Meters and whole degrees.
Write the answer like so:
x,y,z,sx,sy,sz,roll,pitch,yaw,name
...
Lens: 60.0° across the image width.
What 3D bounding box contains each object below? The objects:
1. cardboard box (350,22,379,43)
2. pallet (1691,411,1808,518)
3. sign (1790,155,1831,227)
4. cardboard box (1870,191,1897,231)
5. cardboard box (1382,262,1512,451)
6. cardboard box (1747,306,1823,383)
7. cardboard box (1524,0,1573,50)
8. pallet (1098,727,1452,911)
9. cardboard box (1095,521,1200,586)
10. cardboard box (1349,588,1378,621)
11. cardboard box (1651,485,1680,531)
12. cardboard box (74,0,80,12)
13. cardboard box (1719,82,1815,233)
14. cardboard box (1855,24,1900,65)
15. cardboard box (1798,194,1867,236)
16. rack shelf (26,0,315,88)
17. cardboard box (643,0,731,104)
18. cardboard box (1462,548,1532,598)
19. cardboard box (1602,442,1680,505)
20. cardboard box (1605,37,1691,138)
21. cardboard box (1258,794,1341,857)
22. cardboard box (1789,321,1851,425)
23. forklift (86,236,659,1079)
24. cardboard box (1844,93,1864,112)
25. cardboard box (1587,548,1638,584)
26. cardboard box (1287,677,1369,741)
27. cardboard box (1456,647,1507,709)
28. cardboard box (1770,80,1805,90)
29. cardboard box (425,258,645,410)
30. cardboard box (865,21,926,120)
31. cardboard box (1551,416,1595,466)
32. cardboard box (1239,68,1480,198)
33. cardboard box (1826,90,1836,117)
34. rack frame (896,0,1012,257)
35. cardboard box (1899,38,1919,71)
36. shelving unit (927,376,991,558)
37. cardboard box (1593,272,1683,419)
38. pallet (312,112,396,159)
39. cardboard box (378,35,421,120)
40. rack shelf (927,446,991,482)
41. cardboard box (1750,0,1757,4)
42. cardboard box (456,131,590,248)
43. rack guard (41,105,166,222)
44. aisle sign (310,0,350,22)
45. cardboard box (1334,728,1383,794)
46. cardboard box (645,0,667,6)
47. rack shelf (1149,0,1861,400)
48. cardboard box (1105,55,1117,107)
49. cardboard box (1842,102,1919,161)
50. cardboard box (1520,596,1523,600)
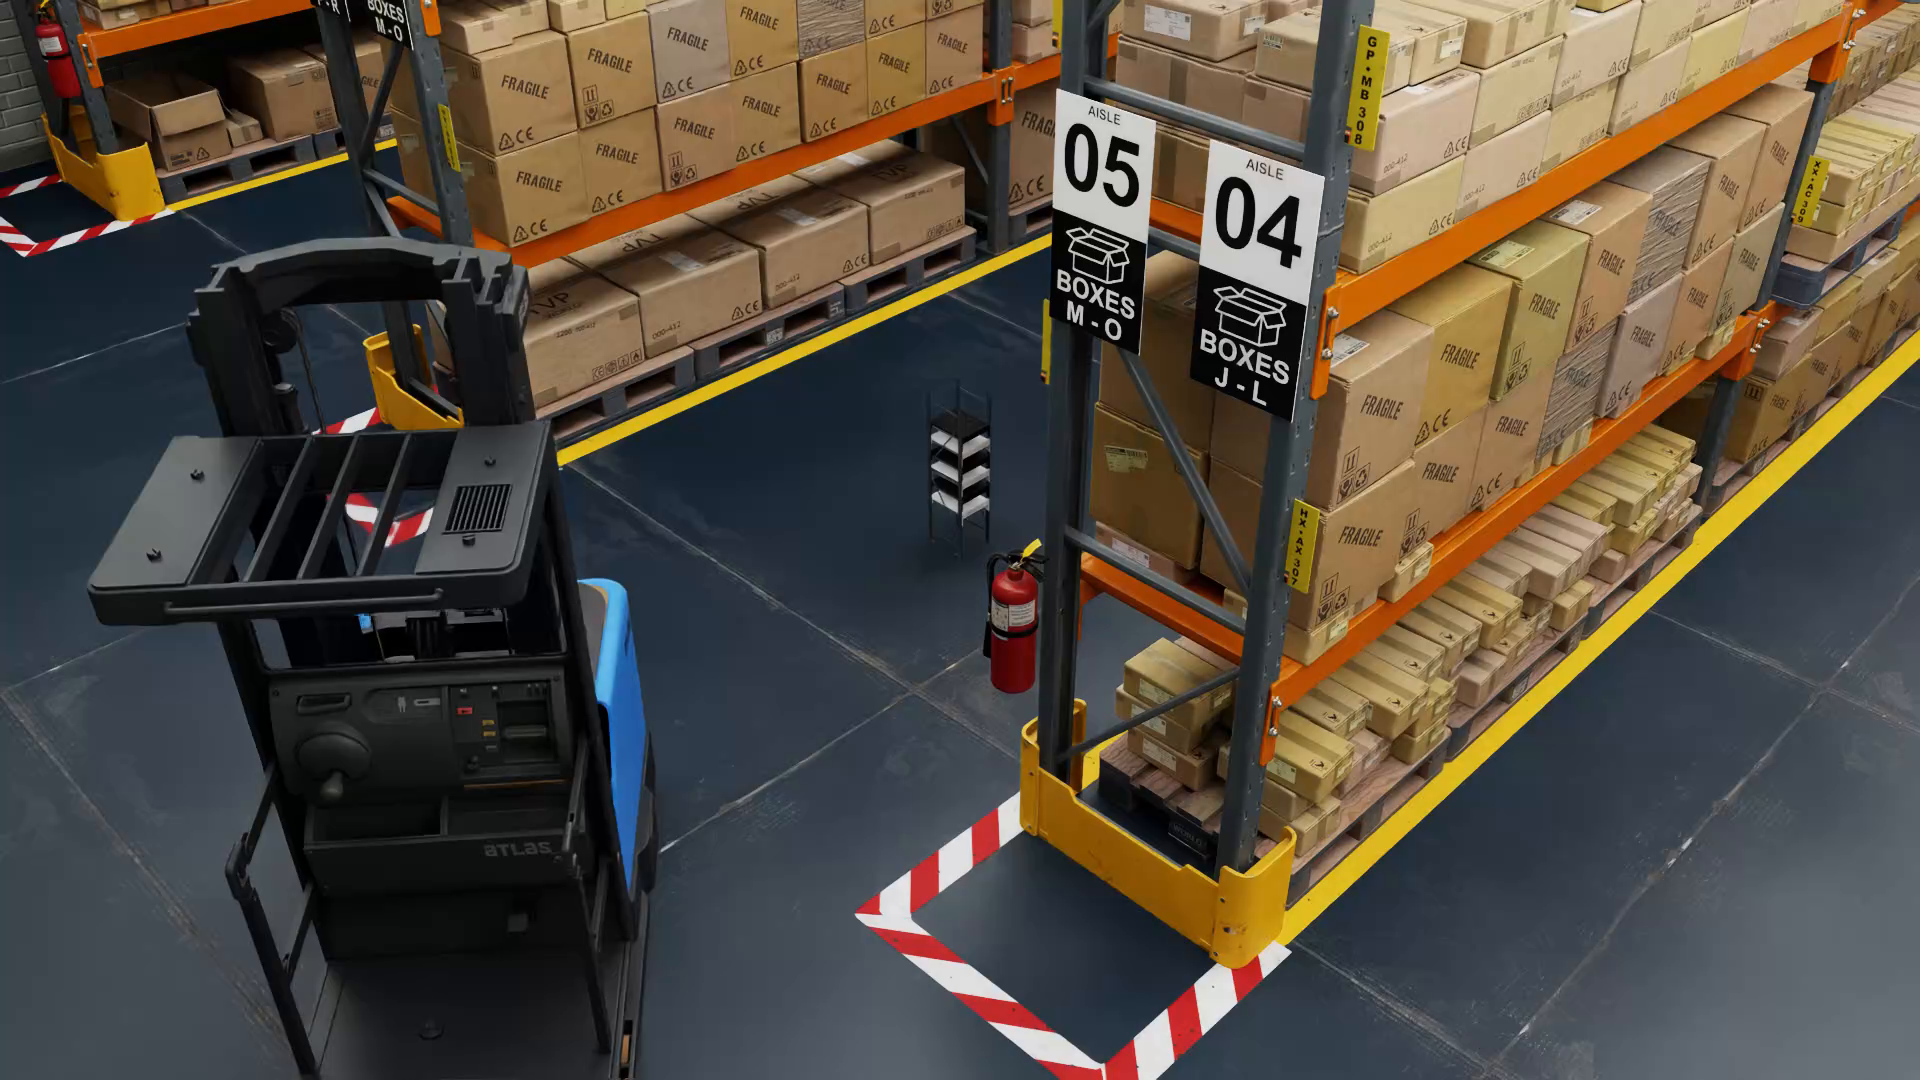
x,y,z,sx,sy,sz,roll,pitch,yaw,name
-4.544,-3.905,13.536,0.700,0.500,0.500,28,43,34,cardboard box
4.071,-0.639,9.473,1.003,0.211,1.213,30,45,35,pallet
3.914,-1.606,7.664,0.100,0.325,0.005,30,45,35,sign
4.498,-1.725,8.444,0.250,0.149,0.380,-30,45,-35,cardboard box
1.561,-0.698,5.898,0.500,0.500,0.500,-29,44,-34,cardboard box
4.232,-1.114,8.879,0.500,0.250,0.500,27,43,33,cardboard box
1.703,-1.695,5.272,0.250,0.149,0.380,-29,44,-35,cardboard box
1.357,0.955,7.187,1.003,0.211,1.213,30,45,35,pallet
0.735,0.014,6.318,0.380,0.149,0.250,30,45,35,cardboard box
1.317,0.141,6.136,0.250,0.149,0.380,-28,44,-34,cardboard box
3.346,-0.220,8.300,0.380,0.149,0.250,27,43,33,cardboard box
-6.360,-3.935,11.981,0.380,0.149,0.250,29,44,35,cardboard box
3.385,-1.740,7.391,0.500,0.500,0.500,28,44,34,cardboard box
5.139,-2.868,9.563,0.250,0.149,0.380,-28,43,-34,cardboard box
4.128,-1.632,8.051,0.250,0.149,0.380,-29,44,-35,cardboard box
-4.994,-4.312,12.931,1.077,0.370,4.000,30,45,35,rack shelf
-1.622,-2.752,9.104,0.500,0.500,0.500,29,44,35,cardboard box
2.338,0.152,7.506,0.380,0.149,0.250,30,45,35,cardboard box
3.306,-0.344,8.217,0.250,0.149,0.380,-29,44,-35,cardboard box
2.303,-1.722,6.097,0.500,0.250,0.500,29,44,35,cardboard box
1.302,1.071,6.708,0.250,0.149,0.380,-29,44,-35,cardboard box
4.604,-1.022,9.402,0.500,0.500,0.500,-28,43,-34,cardboard box
-1.716,0.688,5.191,1.130,2.935,3.031,-3,35,-4,forklift
4.951,-2.520,9.584,0.250,0.149,0.380,-29,44,-35,cardboard box
3.107,0.032,8.197,0.380,0.149,0.250,28,44,34,cardboard box
1.425,0.674,6.757,0.250,0.149,0.380,-29,44,-35,cardboard box
2.206,0.560,7.440,0.380,0.149,0.250,27,43,33,cardboard box
4.225,-2.341,8.808,0.380,0.149,0.250,29,44,35,cardboard box
-2.484,-1.226,9.749,0.875,0.438,0.875,28,44,34,cardboard box
-0.564,-2.959,10.274,0.500,0.500,0.500,28,44,34,cardboard box
2.438,-0.489,7.040,0.250,0.149,0.380,-29,44,-35,cardboard box
1.206,-1.294,5.046,0.500,0.250,0.500,-29,44,-35,cardboard box
4.590,-2.435,9.203,0.250,0.149,0.380,-30,45,-35,cardboard box
-0.060,-3.420,11.023,1.000,3.000,0.127,30,45,35,rack frame
5.484,-2.945,9.934,0.380,0.149,0.250,28,44,34,cardboard box
-0.006,-0.366,8.479,0.258,0.900,0.210,30,45,35,shelving unit
2.666,-0.907,7.072,0.500,0.500,0.500,29,44,35,cardboard box
-4.929,-3.499,13.574,1.003,0.211,1.213,30,45,35,pallet
-2.707,-2.539,8.798,0.500,0.500,0.500,-28,44,-34,cardboard box
-0.006,-0.412,8.446,0.258,0.077,0.200,30,45,35,rack shelf
3.004,-2.344,6.551,0.500,0.250,0.500,28,43,34,cardboard box
-2.336,-1.917,8.780,0.500,0.500,0.500,29,44,35,cardboard box
-6.350,-2.801,12.320,1.175,0.500,0.348,30,45,35,rack guard
-3.149,-2.959,8.088,0.394,0.787,0.004,30,45,35,aisle sign
1.490,0.835,6.786,0.380,0.149,0.250,29,44,35,cardboard box
-1.713,-2.983,8.867,0.250,0.149,0.380,-29,44,-35,cardboard box
2.115,-1.590,6.405,1.077,0.370,4.000,30,45,35,rack shelf
0.951,-3.375,12.448,0.875,0.875,0.875,-29,44,-34,cardboard box
4.680,-2.073,8.424,0.380,0.149,0.250,29,44,35,cardboard box
2.336,0.261,7.609,0.250,0.149,0.380,-28,43,-34,cardboard box
